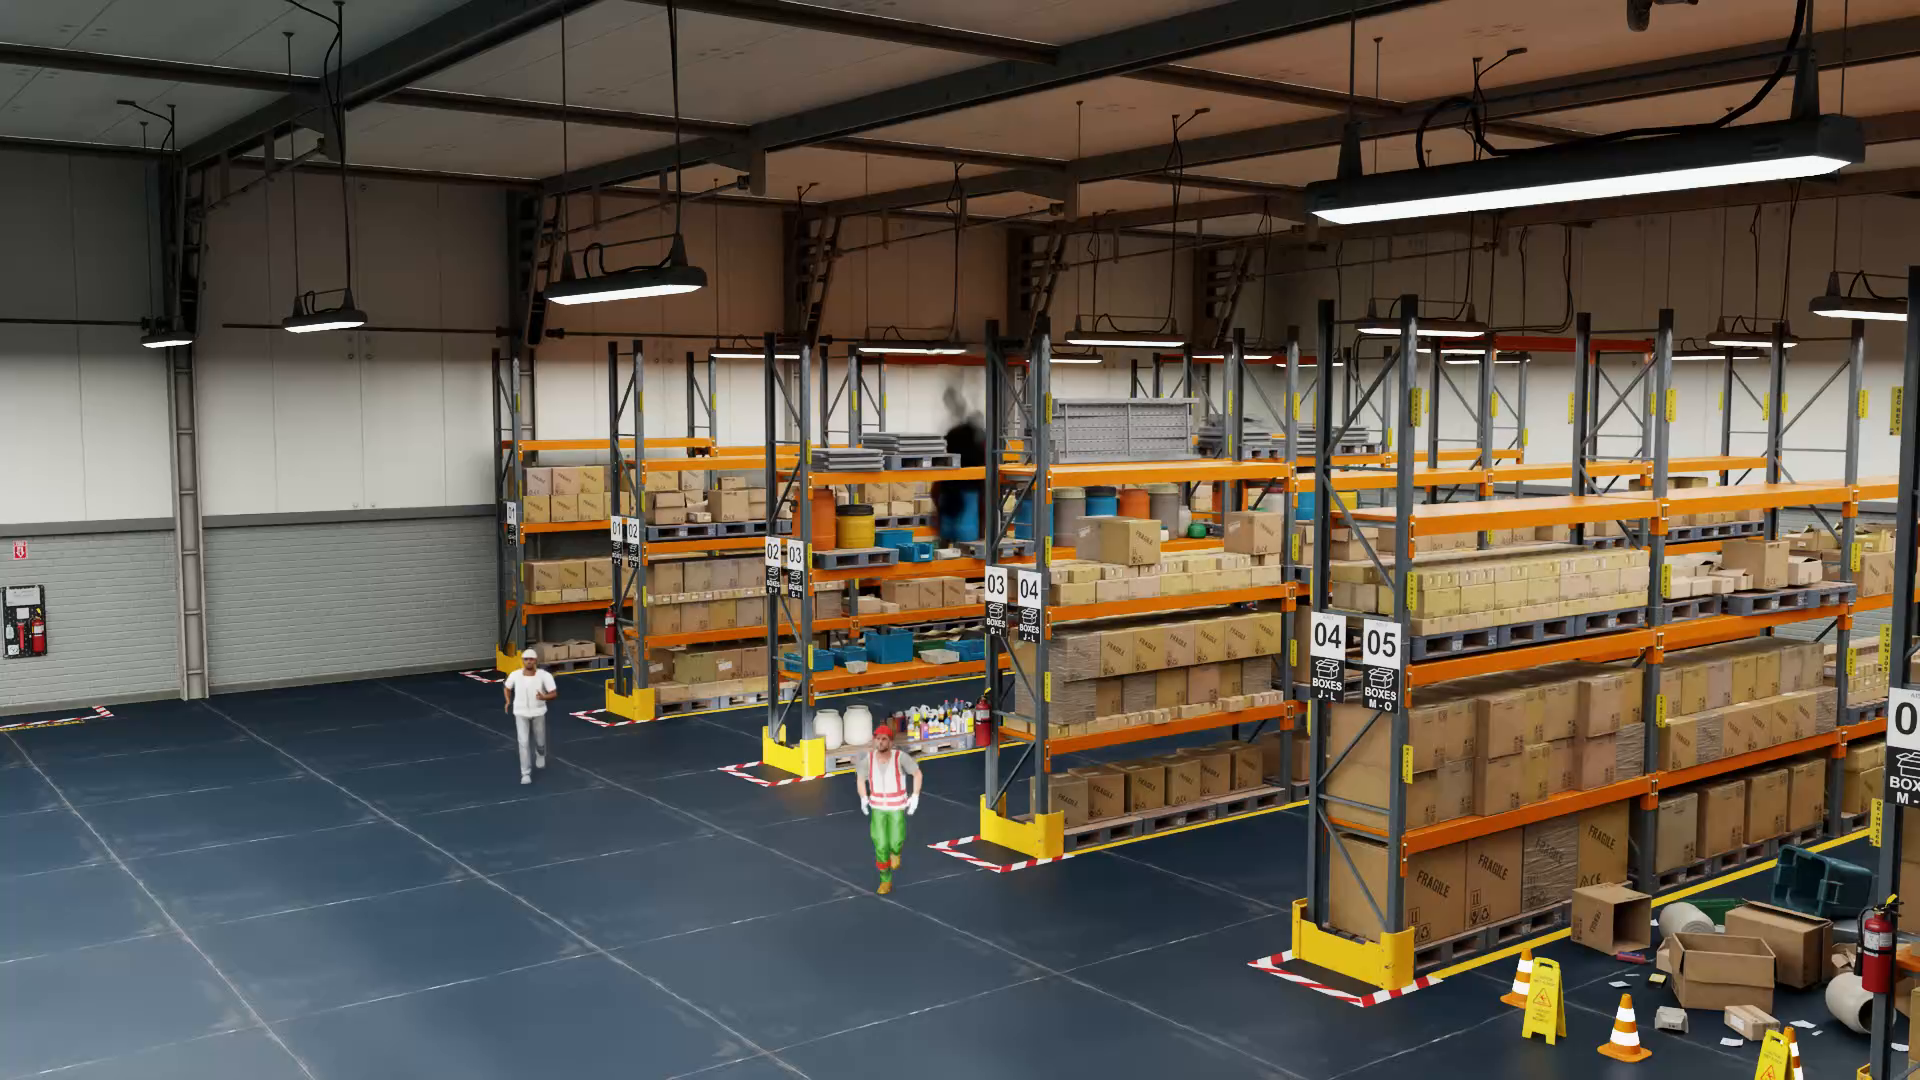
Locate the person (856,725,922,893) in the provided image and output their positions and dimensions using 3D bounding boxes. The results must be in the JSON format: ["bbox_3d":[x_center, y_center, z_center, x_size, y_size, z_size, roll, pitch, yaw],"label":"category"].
[{"bbox_3d":[-0.743,2.783,17.310,0.681,1.751,0.668,1,5,8],"label":"person"}]

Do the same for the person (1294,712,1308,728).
[{"bbox_3d":[4.913,2.166,24.102,0.876,1.809,0.608,-4,6,-36],"label":"person"}]

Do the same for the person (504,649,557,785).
[{"bbox_3d":[-5.741,2.325,22.223,0.710,1.747,0.966,-1,5,-10],"label":"person"}]

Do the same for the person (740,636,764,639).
[{"bbox_3d":[-3.759,1.587,30.454,0.849,1.831,0.676,-5,7,-42],"label":"person"}]
